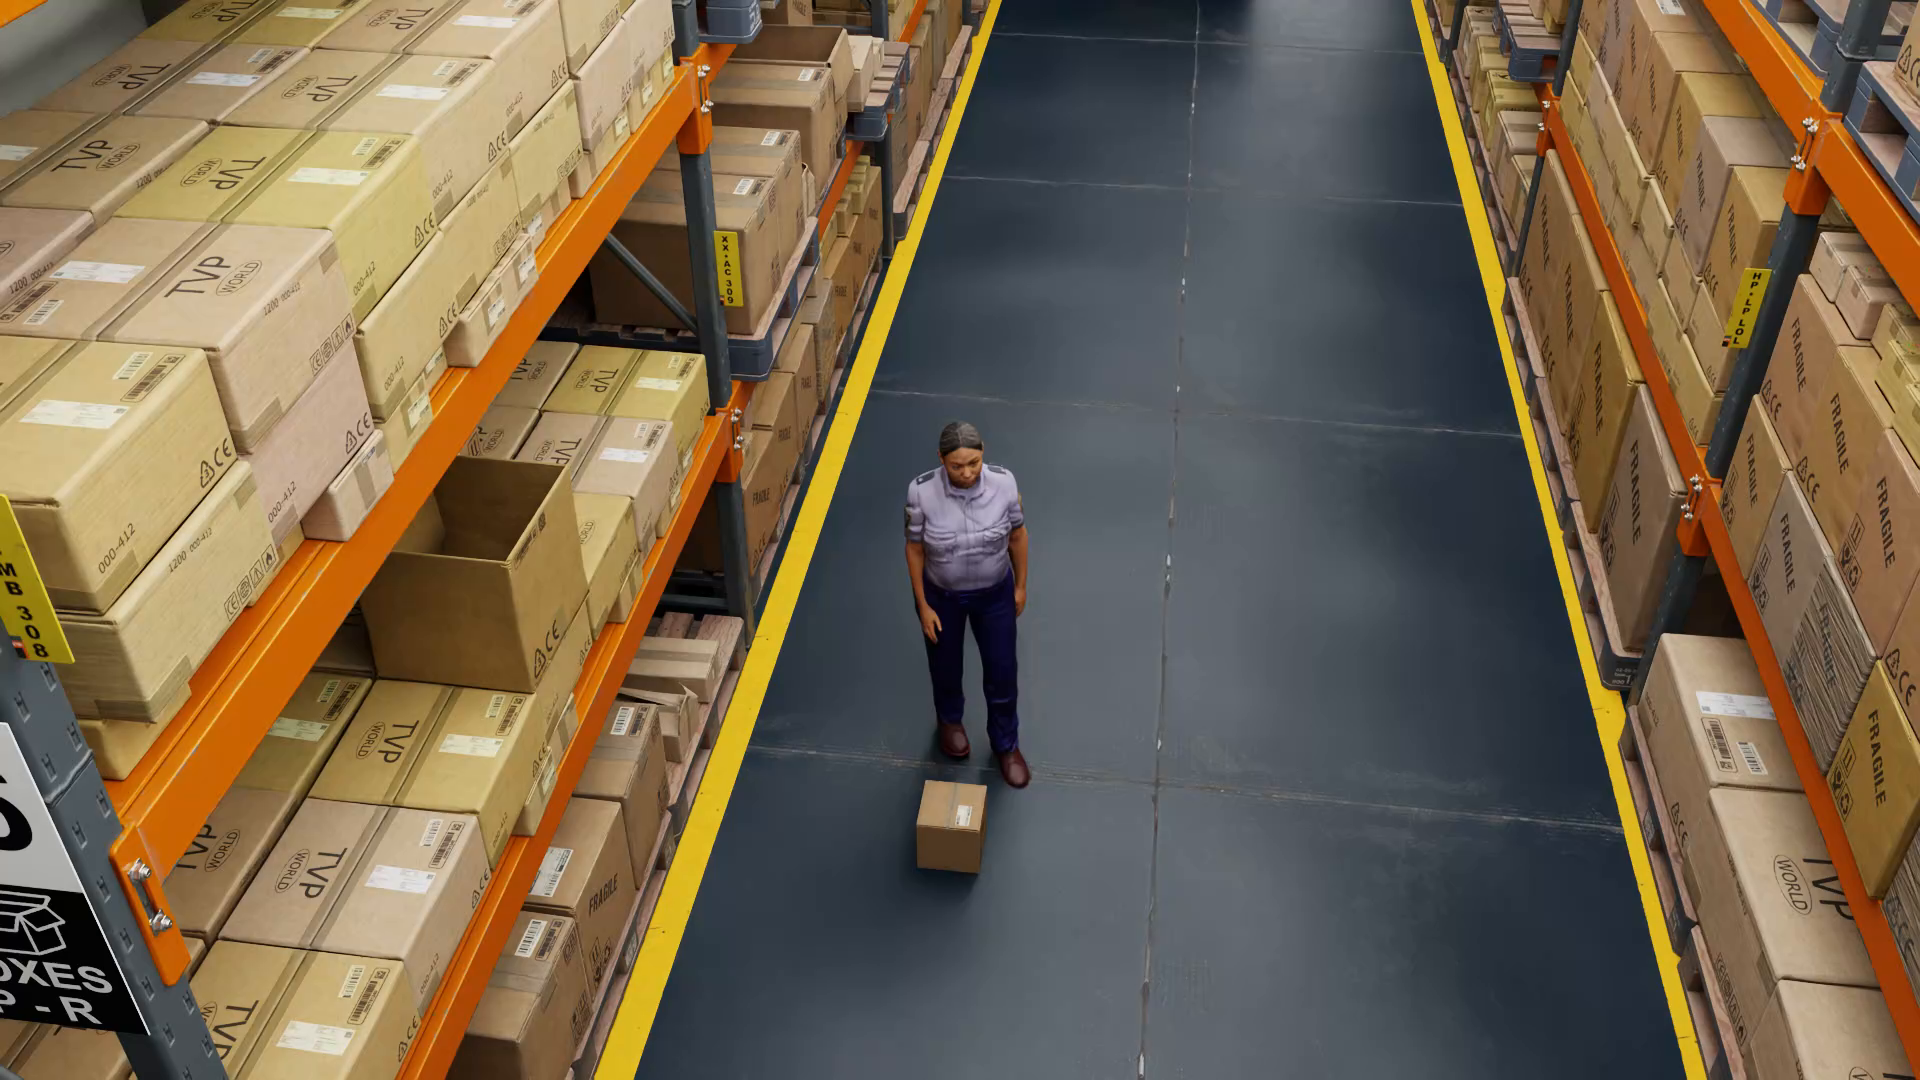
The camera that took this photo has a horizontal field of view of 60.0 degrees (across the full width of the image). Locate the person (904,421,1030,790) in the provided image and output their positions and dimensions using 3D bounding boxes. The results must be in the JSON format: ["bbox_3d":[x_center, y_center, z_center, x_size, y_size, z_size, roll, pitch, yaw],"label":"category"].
[{"bbox_3d":[0.037,0.259,6.698,0.497,1.674,0.497,-5,37,-6],"label":"person"}]
